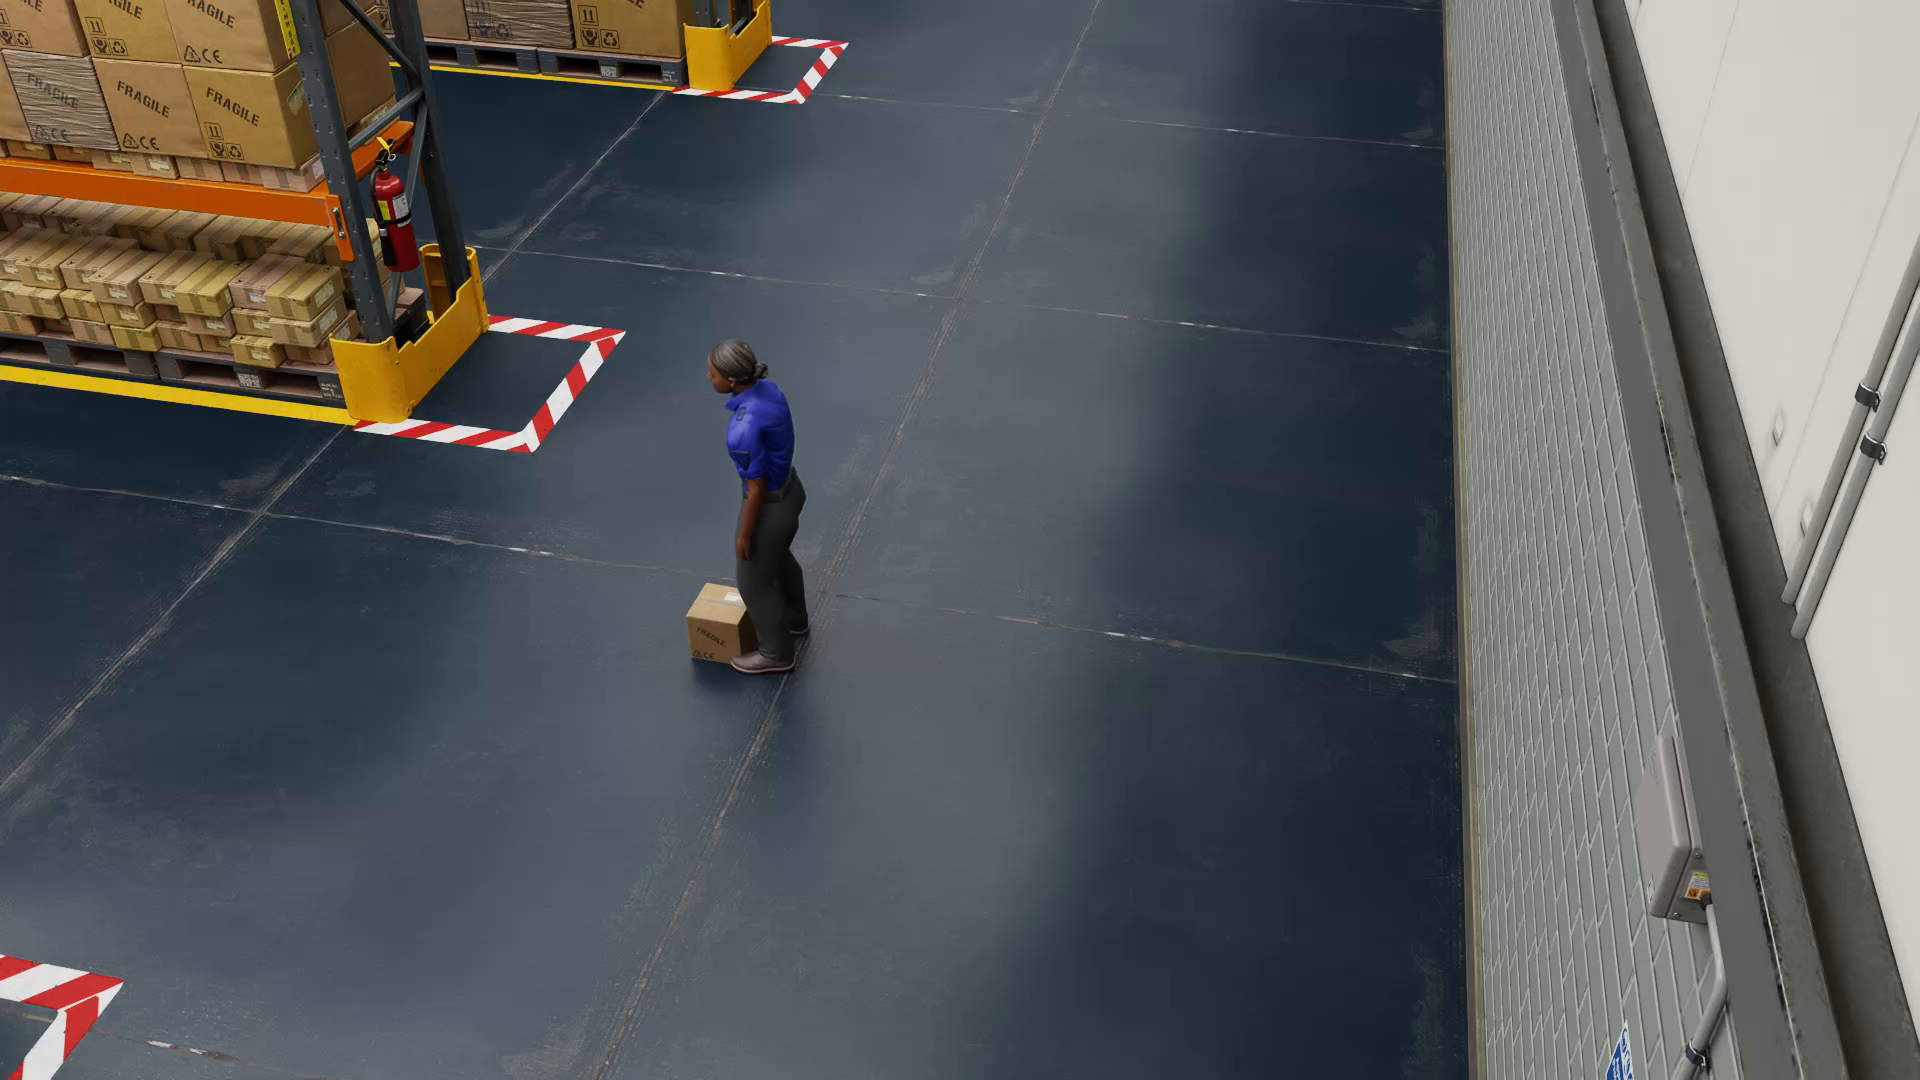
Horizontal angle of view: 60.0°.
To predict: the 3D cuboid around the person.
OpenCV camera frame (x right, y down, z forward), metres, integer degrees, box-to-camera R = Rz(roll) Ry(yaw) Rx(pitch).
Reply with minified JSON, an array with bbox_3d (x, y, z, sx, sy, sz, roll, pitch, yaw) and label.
[{"bbox_3d":[-0.853,-0.150,7.168,0.349,1.655,0.532,5,37,7],"label":"person"}]
